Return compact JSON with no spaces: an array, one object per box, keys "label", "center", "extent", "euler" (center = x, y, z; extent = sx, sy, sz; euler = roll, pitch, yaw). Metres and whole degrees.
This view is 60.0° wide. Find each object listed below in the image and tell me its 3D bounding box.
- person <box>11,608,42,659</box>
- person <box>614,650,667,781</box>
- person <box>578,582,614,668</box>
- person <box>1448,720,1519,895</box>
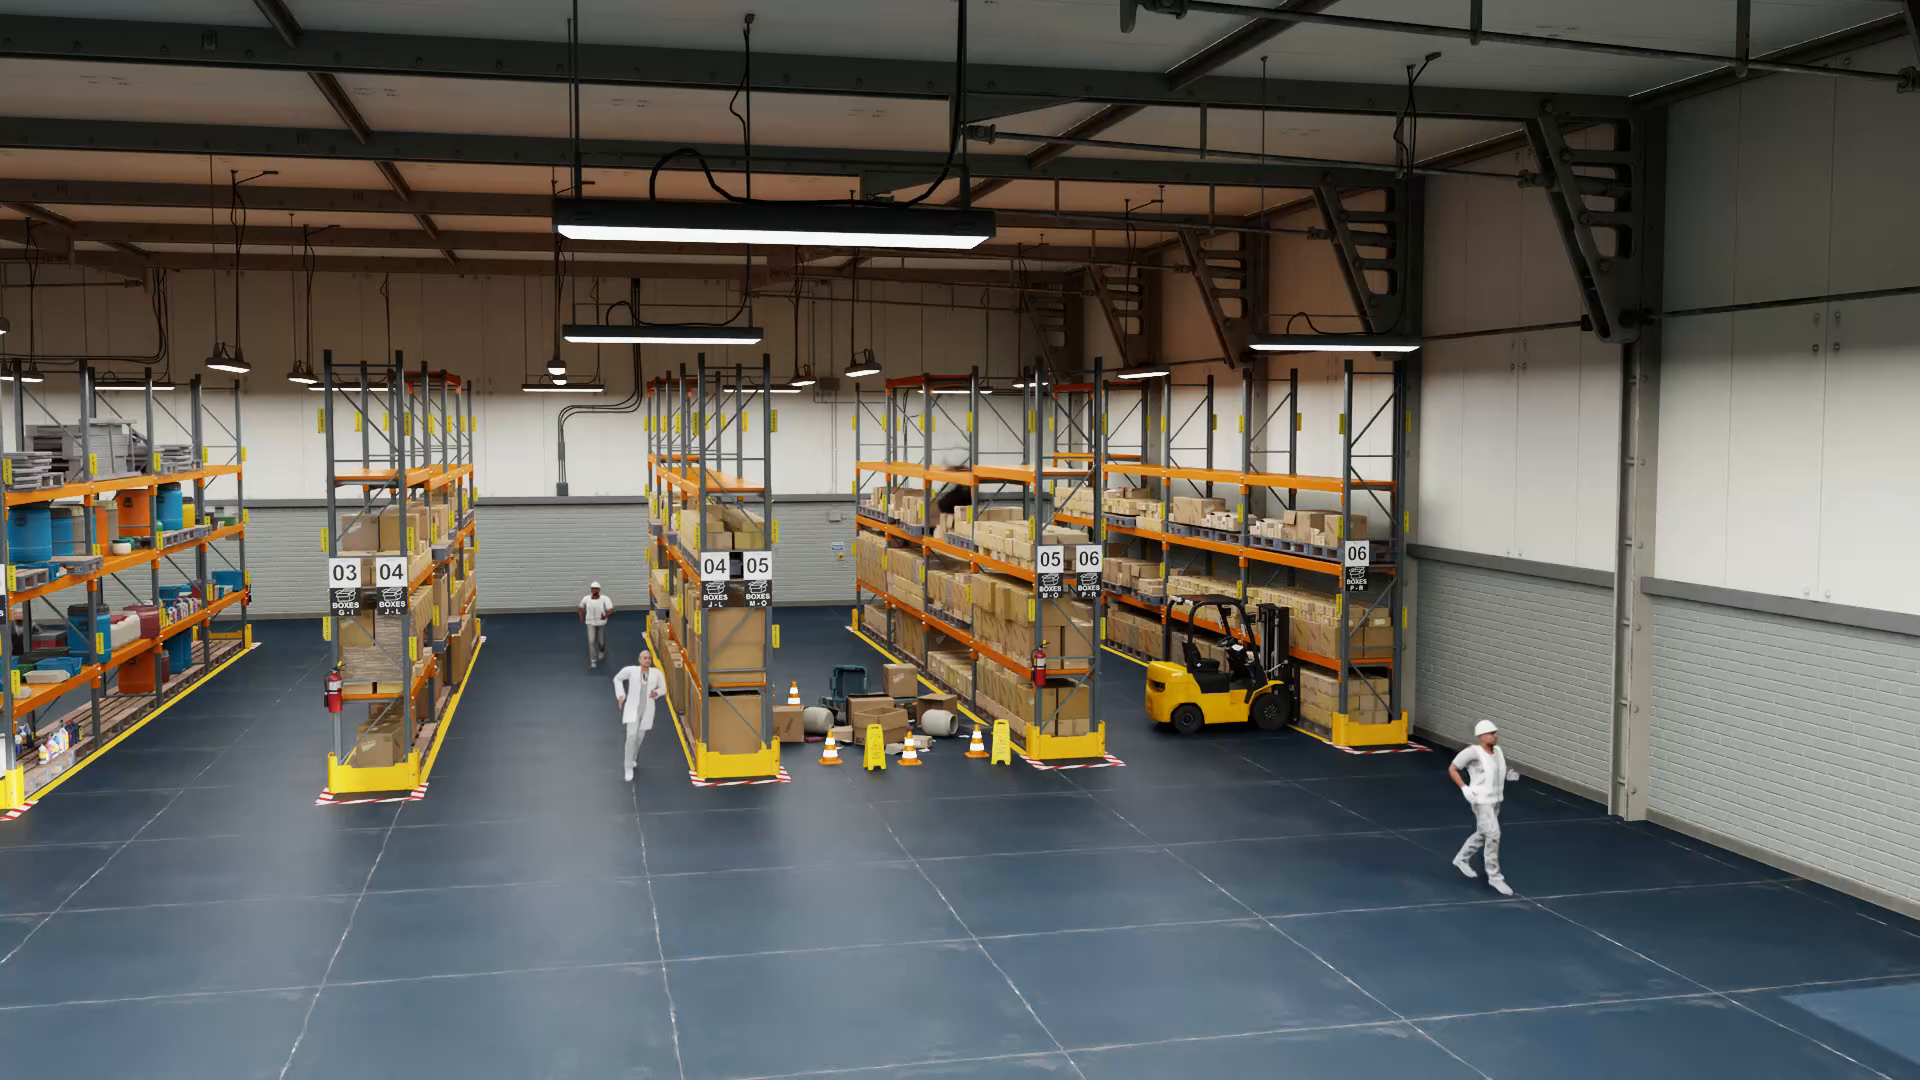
[{"label":"person","center":[-16.791,2.084,29.734],"extent":[0.604,1.755,0.803],"euler":[-1,4,-14]},{"label":"person","center":[-4.558,2.453,23.835],"extent":[0.712,1.760,0.934],"euler":[-2,4,-23]},{"label":"person","center":[-7.512,1.730,34.310],"extent":[0.731,1.746,0.930],"euler":[0,4,-7]},{"label":"person","center":[5.674,2.850,17.992],"extent":[0.668,1.818,0.817],"euler":[-3,5,-41]}]
